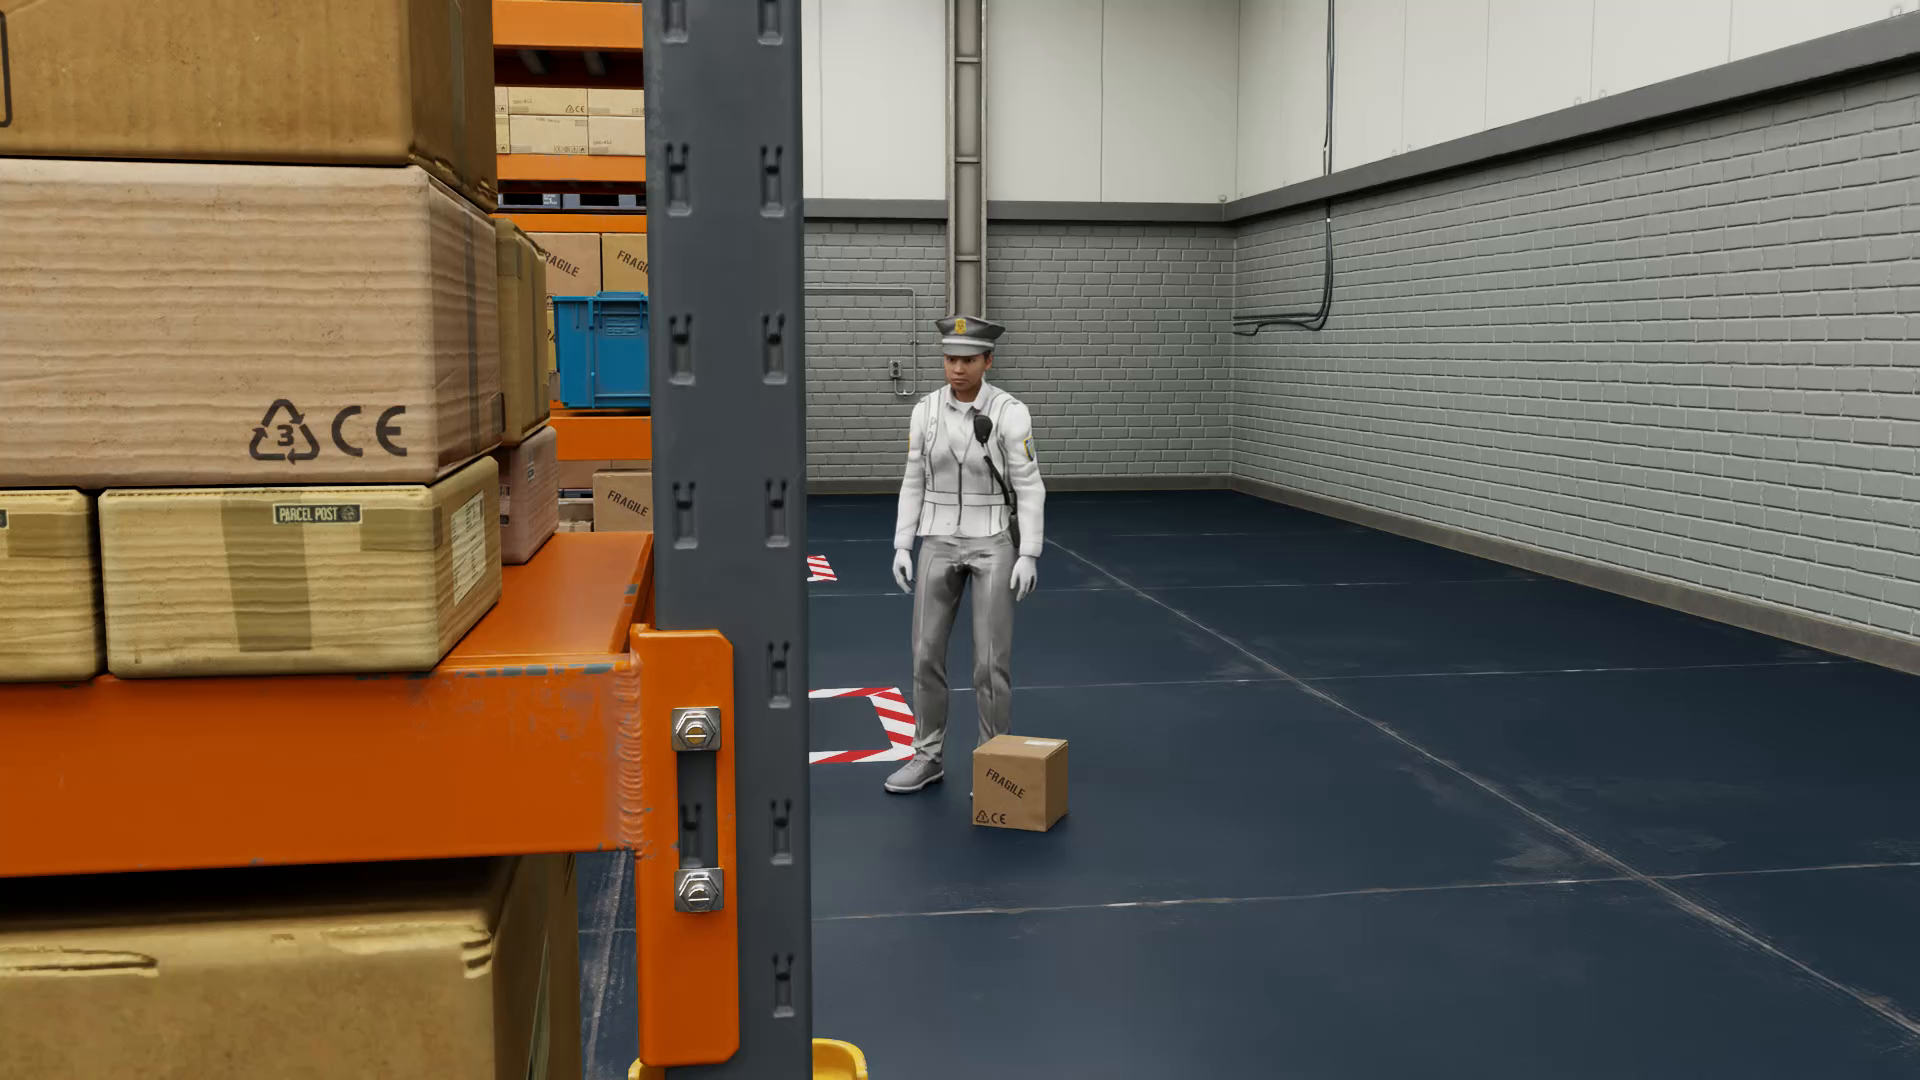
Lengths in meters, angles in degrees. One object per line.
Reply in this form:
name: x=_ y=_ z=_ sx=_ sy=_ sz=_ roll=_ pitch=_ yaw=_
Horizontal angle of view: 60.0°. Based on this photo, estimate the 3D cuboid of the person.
person: x=0.027 y=0.057 z=5.816 sx=0.546 sy=1.667 sz=0.369 roll=2 pitch=7 yaw=19
